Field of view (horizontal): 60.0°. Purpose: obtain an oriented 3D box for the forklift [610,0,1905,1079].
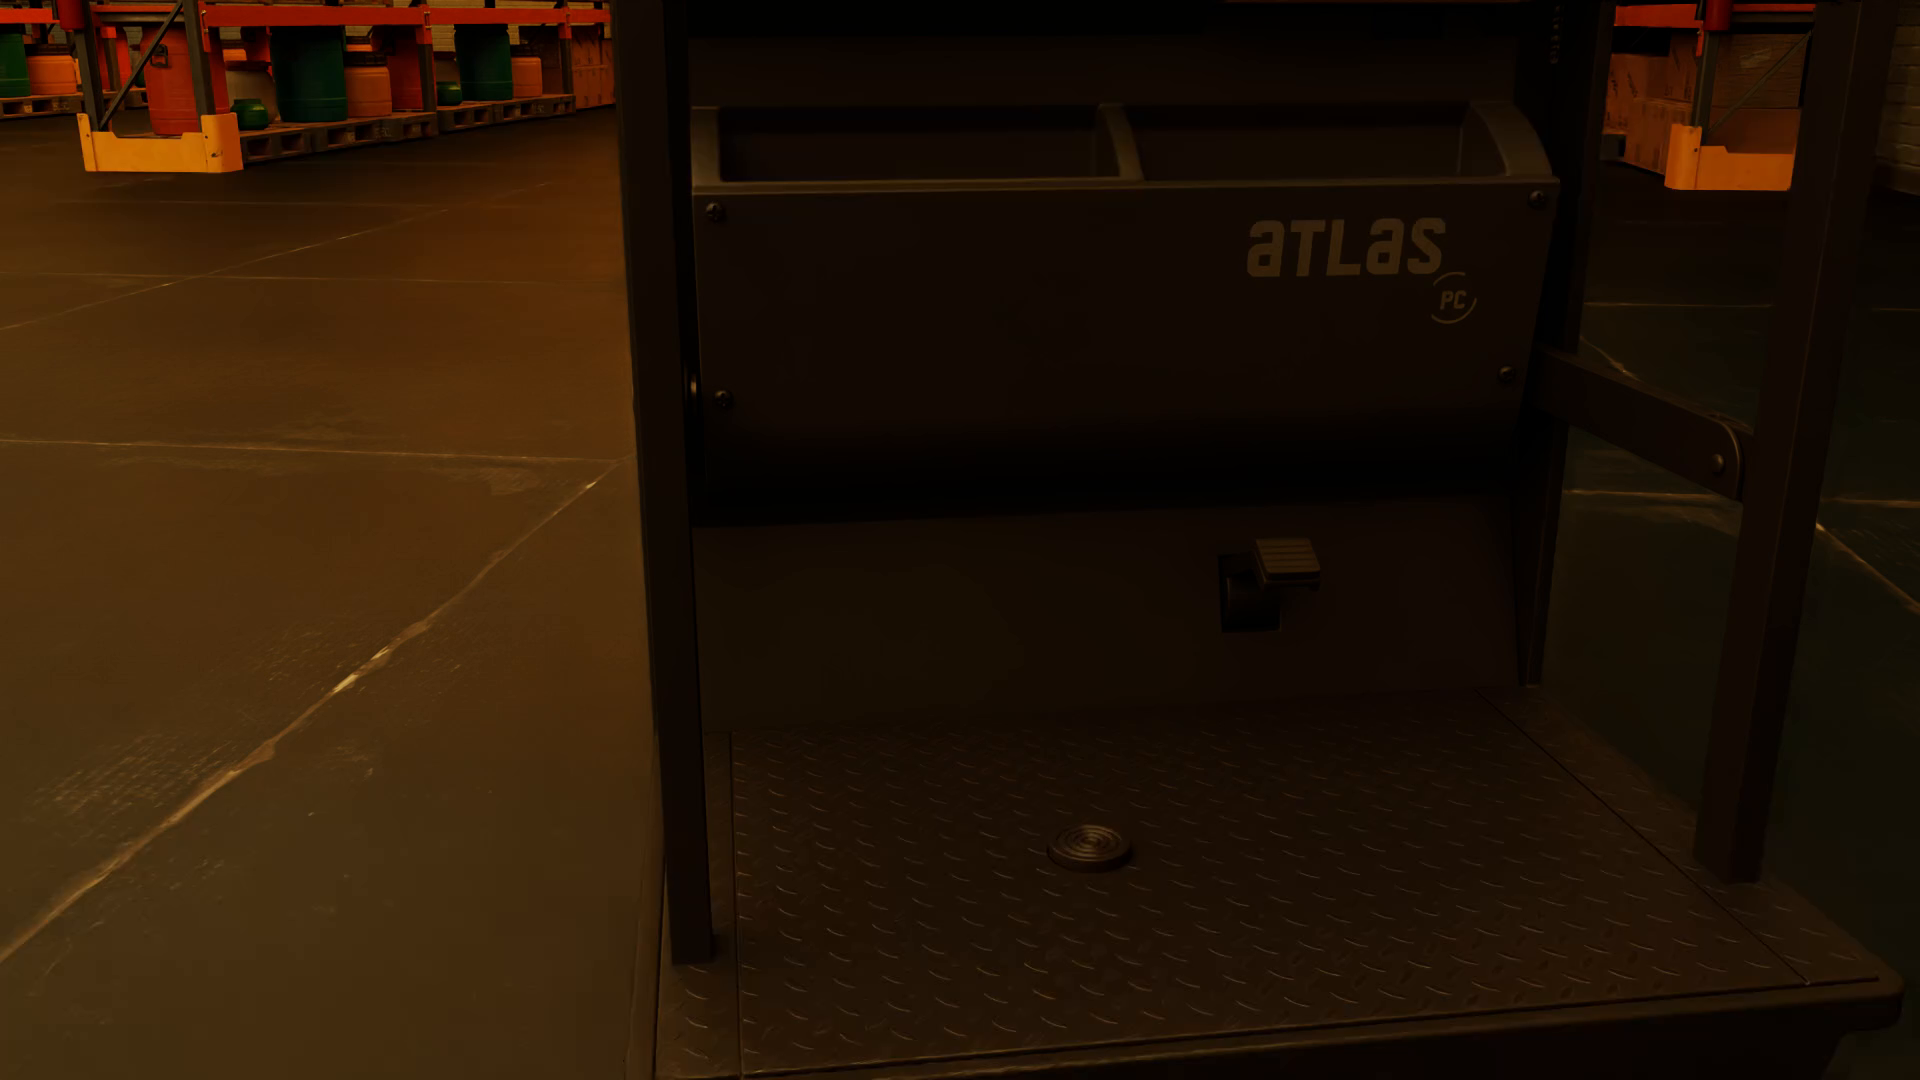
[{"bbox_3d":[0.212,-0.791,1.461,1.130,2.935,3.031,-2,18,-8],"label":"forklift"}]
